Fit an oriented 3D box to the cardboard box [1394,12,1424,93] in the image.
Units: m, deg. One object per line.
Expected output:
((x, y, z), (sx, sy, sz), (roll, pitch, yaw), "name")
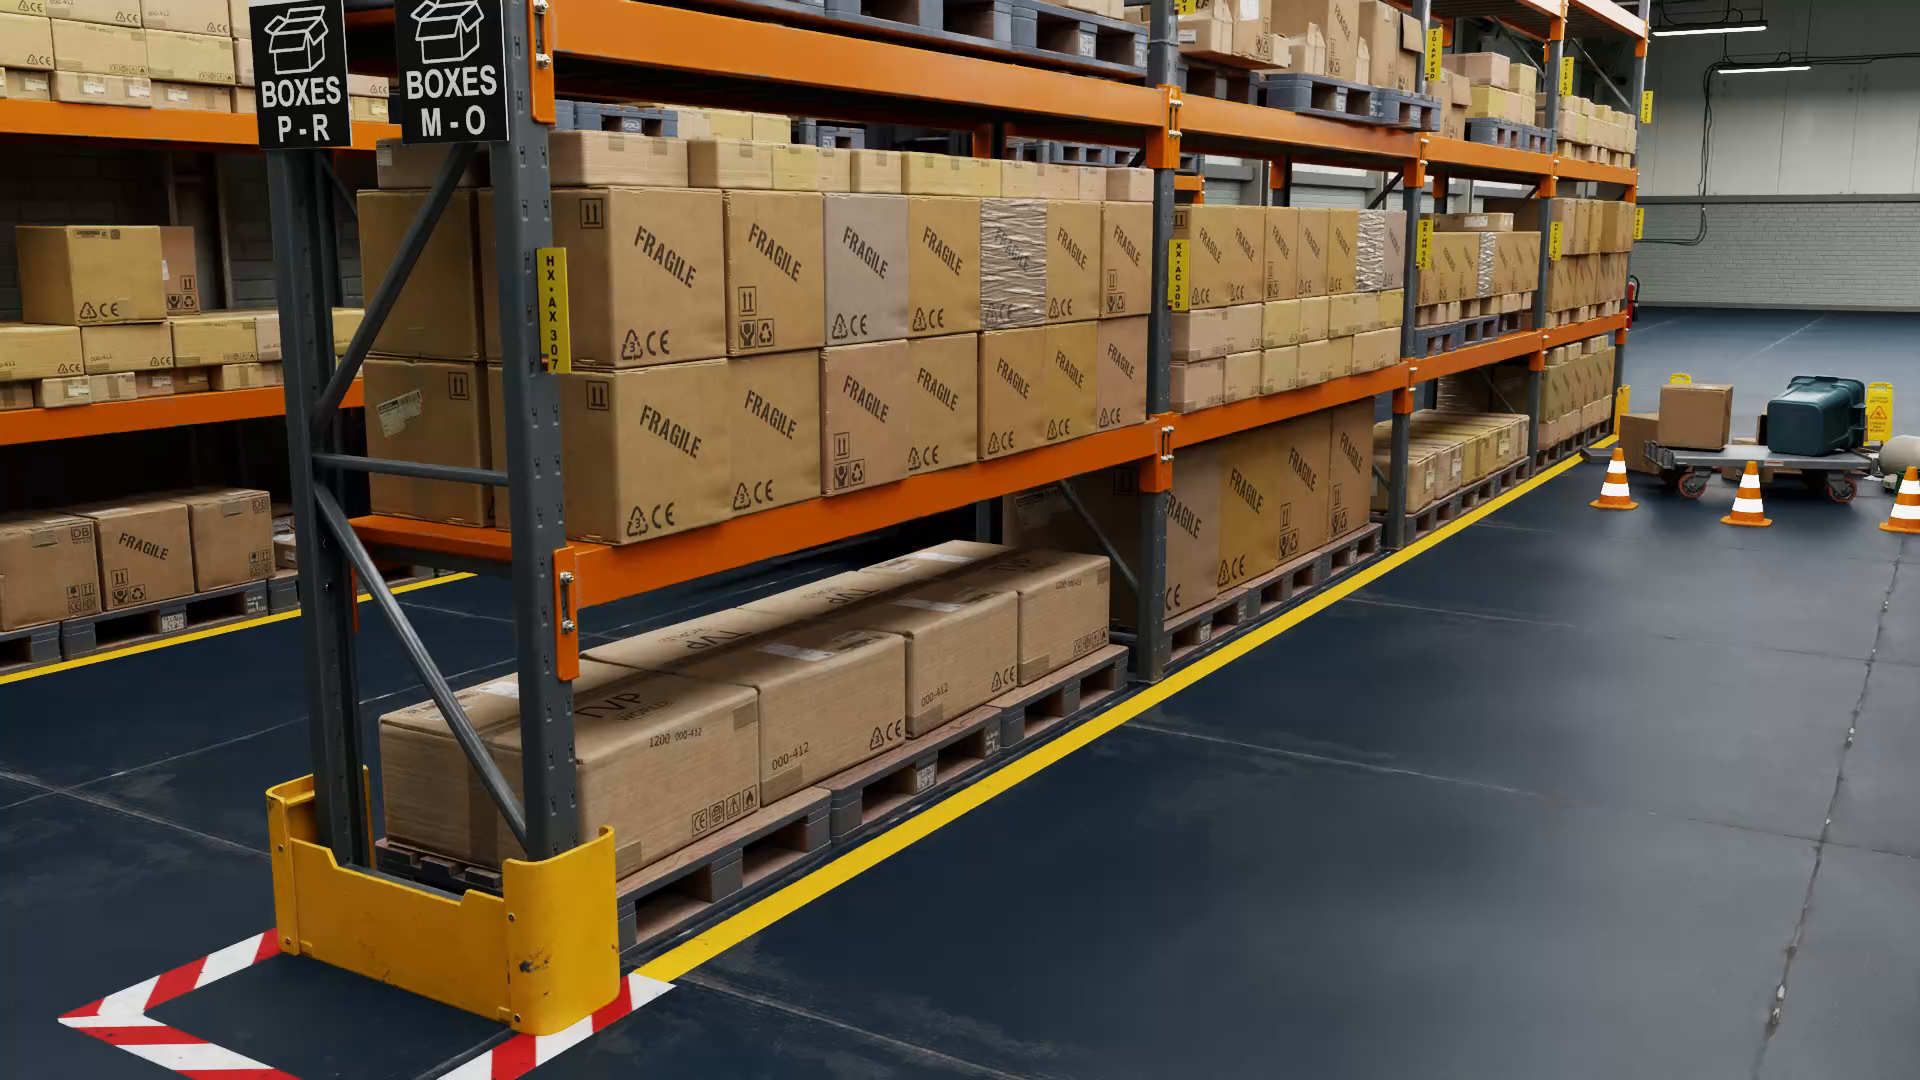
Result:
((2.550, -3.107, 10.740), (0.797, 0.503, 0.637), (6, 12, 27), "cardboard box")

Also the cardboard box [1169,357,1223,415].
((0.994, -0.790, 8.346), (0.500, 0.250, 0.500), (6, 12, 29), "cardboard box")

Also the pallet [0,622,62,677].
((-5.328, 0.569, 8.258), (1.003, 0.211, 1.213), (6, 12, 31), "pallet")

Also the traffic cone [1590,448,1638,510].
((5.246, -0.502, 13.295), (0.336, 0.463, 0.334), (6, 12, 31), "traffic cone")

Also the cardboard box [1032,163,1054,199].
((0.168, -1.490, 6.923), (0.380, 0.149, 0.250), (6, 12, 30), "cardboard box")

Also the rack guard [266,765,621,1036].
((-1.549, 1.042, 4.947), (1.175, 0.500, 0.348), (6, 12, 31), "rack guard")

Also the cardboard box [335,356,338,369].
((-3.885, -1.010, 9.793), (0.380, 0.149, 0.250), (7, 13, 32), "cardboard box")

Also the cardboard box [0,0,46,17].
((-4.807, -2.661, 8.022), (0.500, 0.250, 0.500), (6, 12, 30), "cardboard box")

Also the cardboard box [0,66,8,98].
((-4.808, -2.197, 7.984), (0.380, 0.149, 0.250), (6, 12, 31), "cardboard box")

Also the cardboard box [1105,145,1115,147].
((1.479, -4.420, 18.128), (0.396, 0.266, 0.258), (6, 12, 29), "cardboard box")

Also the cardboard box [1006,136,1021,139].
((0.282, -4.101, 16.300), (0.500, 0.311, 0.500), (6, 12, 29), "cardboard box")

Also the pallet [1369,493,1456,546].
((3.024, -0.201, 12.370), (1.003, 0.211, 1.213), (6, 12, 31), "pallet")

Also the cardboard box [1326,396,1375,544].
((2.187, -0.510, 11.077), (0.875, 0.875, 0.875), (6, 12, 30), "cardboard box")

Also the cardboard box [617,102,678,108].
((-2.296, -3.241, 12.200), (0.380, 0.149, 0.250), (7, 13, 32), "cardboard box")

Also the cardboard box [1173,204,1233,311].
((1.014, -1.402, 8.219), (0.500, 0.500, 0.500), (7, 12, 31), "cardboard box")

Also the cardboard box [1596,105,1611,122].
((6.079, -4.124, 16.112), (0.380, 0.149, 0.250), (7, 13, 32), "cardboard box")

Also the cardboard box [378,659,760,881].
((-1.280, 0.749, 5.540), (0.875, 0.438, 0.875), (6, 12, 29), "cardboard box")

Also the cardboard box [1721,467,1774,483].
((6.951, -0.657, 14.658), (0.258, 0.266, 0.396), (-2, 11, -9), "cardboard box")

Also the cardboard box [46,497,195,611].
((-4.545, 0.066, 9.015), (0.500, 0.500, 0.500), (7, 12, 32), "cardboard box")

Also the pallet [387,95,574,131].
((-3.306, -2.771, 10.880), (1.213, 0.211, 1.003), (6, 12, 31), "pallet")

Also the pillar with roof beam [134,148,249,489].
((-1.157, -3.808, 7.753), (9.100, 9.000, 0.400), (6, 12, 31), "pillar with roof beam")

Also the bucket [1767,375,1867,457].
((7.077, -1.001, 13.829), (0.620, 0.611, 0.726), (-20, 21, -35), "bucket")

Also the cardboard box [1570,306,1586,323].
((5.803, -2.174, 16.012), (0.380, 0.149, 0.250), (6, 12, 31), "cardboard box")

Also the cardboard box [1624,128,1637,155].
((6.735, -4.148, 17.321), (0.500, 0.250, 0.500), (6, 12, 30), "cardboard box")

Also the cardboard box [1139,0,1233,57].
((1.099, -2.480, 8.037), (0.396, 0.266, 0.258), (6, 12, 30), "cardboard box")

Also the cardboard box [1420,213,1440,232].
((3.671, -2.578, 13.503), (0.380, 0.149, 0.250), (7, 13, 34), "cardboard box")

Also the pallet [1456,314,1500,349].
((3.609, -1.670, 13.159), (1.003, 0.211, 1.213), (6, 12, 31), "pallet")

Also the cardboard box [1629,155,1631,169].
((6.824, -3.975, 17.483), (0.380, 0.149, 0.250), (6, 12, 31), "cardboard box")

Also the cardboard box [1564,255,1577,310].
((5.401, -2.397, 15.442), (0.500, 0.500, 0.500), (6, 12, 30), "cardboard box")

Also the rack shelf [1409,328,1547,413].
((3.655, -1.410, 13.204), (1.077, 0.370, 4.000), (6, 12, 31), "rack shelf")

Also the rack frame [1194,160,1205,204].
((2.526, -3.181, 20.708), (1.000, 3.000, 0.127), (6, 12, 31), "rack frame")

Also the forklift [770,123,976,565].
((-0.507, -1.342, 11.071), (1.130, 2.935, 3.031), (7, 13, 34), "forklift")

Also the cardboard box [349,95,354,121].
((-3.768, -2.522, 9.717), (0.380, 0.149, 0.250), (6, 12, 31), "cardboard box")

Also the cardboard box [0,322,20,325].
((-5.239, -0.993, 8.621), (0.500, 0.250, 0.500), (7, 13, 32), "cardboard box")

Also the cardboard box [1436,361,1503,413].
((4.771, -1.420, 15.597), (0.500, 0.500, 0.500), (6, 12, 30), "cardboard box")

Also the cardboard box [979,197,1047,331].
((0.004, -1.100, 6.604), (0.500, 0.500, 0.500), (7, 12, 31), "cardboard box")

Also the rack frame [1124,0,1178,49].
((0.540, -3.769, 7.545), (1.000, 3.000, 0.127), (6, 12, 31), "rack frame")

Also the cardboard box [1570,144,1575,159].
((5.447, -3.576, 15.348), (0.380, 0.149, 0.250), (7, 13, 32), "cardboard box")

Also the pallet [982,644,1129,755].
((0.078, 0.663, 7.755), (1.003, 0.211, 1.213), (6, 12, 31), "pallet")

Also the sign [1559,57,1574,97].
((5.170, -3.948, 14.178), (0.100, 0.325, 0.005), (6, 12, 31), "sign")

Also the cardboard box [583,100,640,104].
((-2.433, -3.153, 11.679), (0.380, 0.149, 0.250), (7, 13, 32), "cardboard box")

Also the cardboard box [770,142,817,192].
((-0.686, -1.201, 5.380), (0.380, 0.149, 0.250), (6, 12, 29), "cardboard box")

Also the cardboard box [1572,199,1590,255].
((5.391, -2.892, 15.366), (0.700, 0.500, 0.500), (6, 12, 31), "cardboard box")

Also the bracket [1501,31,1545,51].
((12.605, -11.146, 37.167), (0.076, 0.066, 4.783), (6, 12, 31), "bracket")

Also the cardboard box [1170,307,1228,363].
((1.009, -1.034, 8.291), (0.500, 0.250, 0.500), (6, 12, 29), "cardboard box")

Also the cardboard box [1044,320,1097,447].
((0.255, -0.690, 7.133), (0.500, 0.500, 0.500), (6, 12, 29), "cardboard box")

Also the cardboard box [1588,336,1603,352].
((6.311, -1.995, 16.905), (0.380, 0.149, 0.250), (7, 12, 32), "cardboard box")

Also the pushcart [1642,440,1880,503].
((6.668, -0.579, 13.938), (1.648, 0.377, 0.936), (2, 11, 11), "pushcart")

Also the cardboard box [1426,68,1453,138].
((3.117, -3.121, 11.963), (0.700, 0.500, 0.500), (6, 12, 31), "cardboard box")

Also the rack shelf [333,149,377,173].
((-2.666, -2.729, 12.097), (1.077, 0.370, 4.000), (6, 12, 31), "rack shelf")

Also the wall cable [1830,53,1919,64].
((24.586, -13.799, 43.476), (3.097, 2.526, 0.112), (6, 12, 31), "wall cable")

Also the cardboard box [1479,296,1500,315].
((4.120, -1.895, 13.379), (0.380, 0.149, 0.250), (6, 12, 31), "cardboard box")

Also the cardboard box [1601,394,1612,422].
((6.568, -1.406, 17.556), (0.500, 0.250, 0.500), (6, 12, 30), "cardboard box")

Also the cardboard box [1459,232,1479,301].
((3.583, -2.066, 12.533), (0.500, 0.500, 0.500), (7, 12, 32), "cardboard box")

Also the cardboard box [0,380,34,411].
((-4.860, -0.732, 8.309), (0.380, 0.149, 0.250), (7, 12, 32), "cardboard box")
